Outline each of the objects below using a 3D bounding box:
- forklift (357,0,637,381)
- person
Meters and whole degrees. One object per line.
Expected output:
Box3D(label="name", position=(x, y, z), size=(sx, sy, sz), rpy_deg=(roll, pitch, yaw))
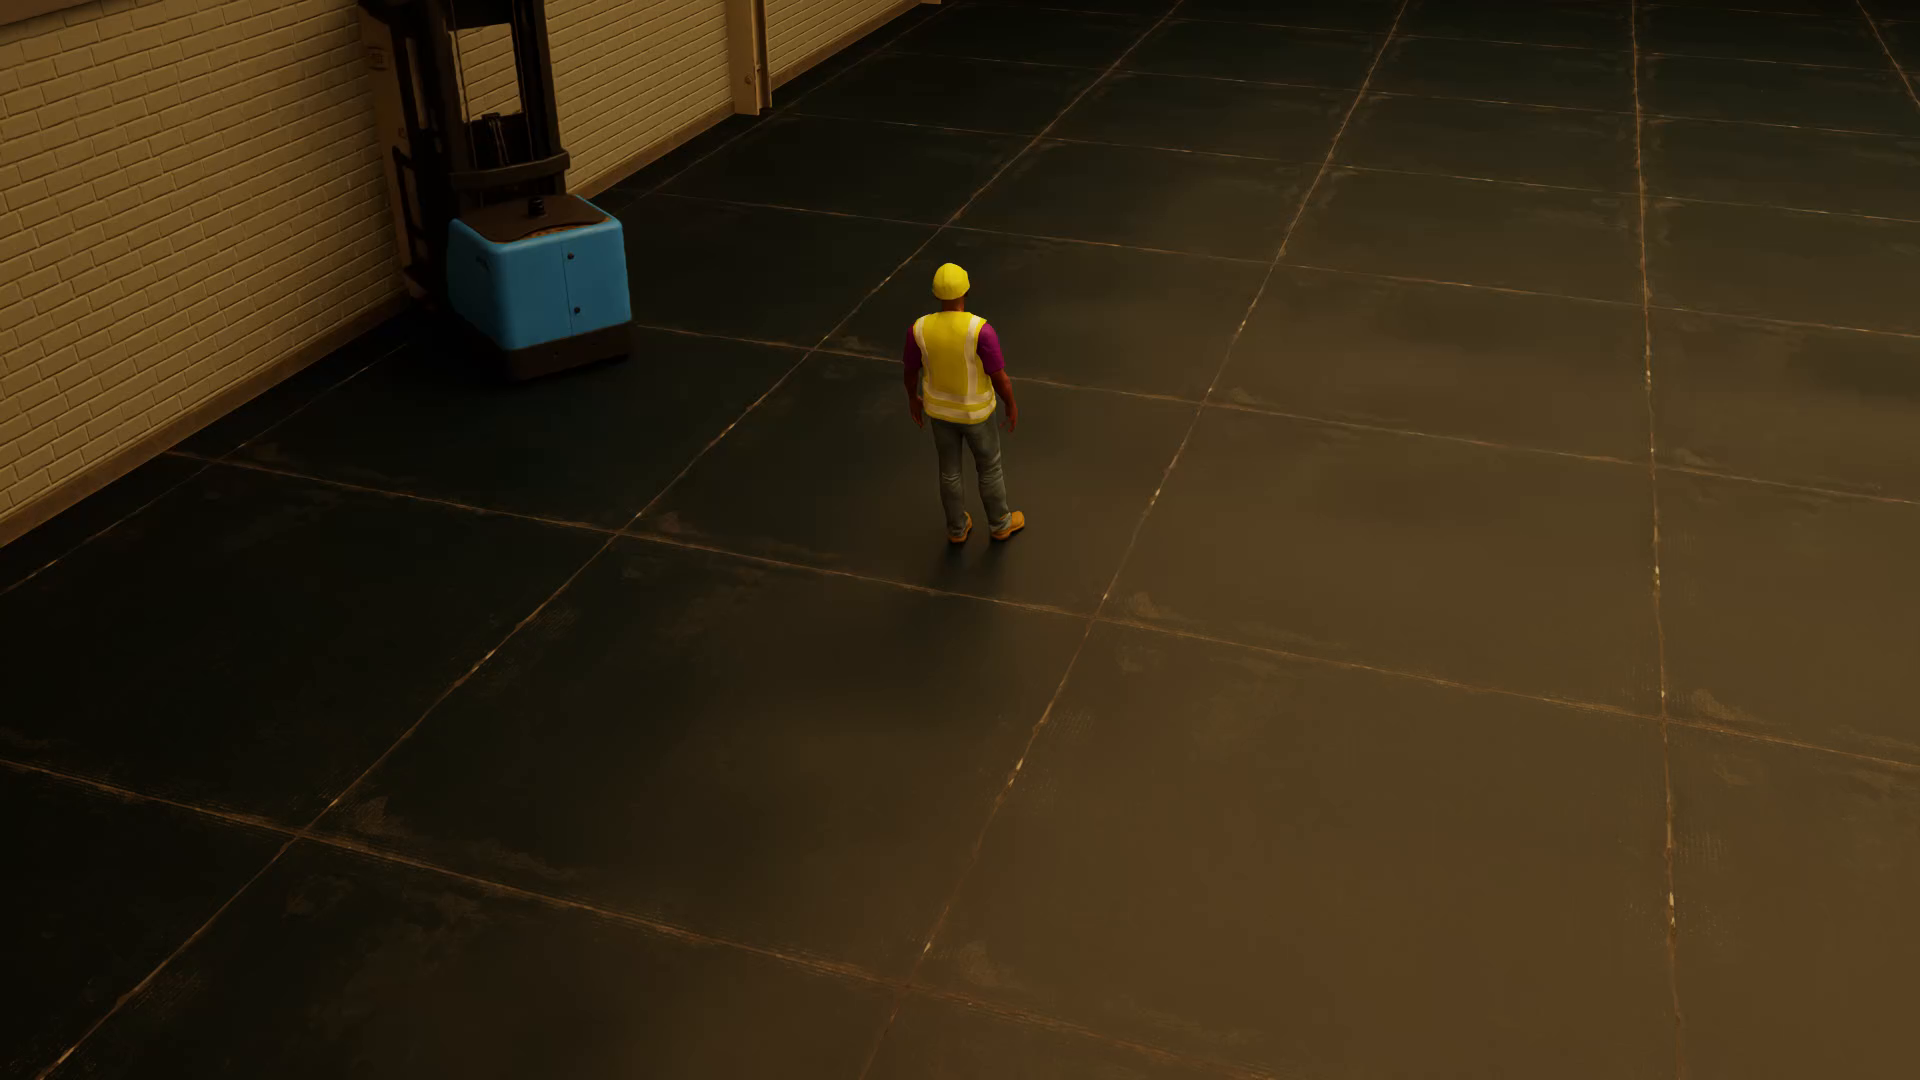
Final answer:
Box3D(label="forklift", position=(-3.698, -3.088, 12.554), size=(1.130, 2.935, 3.031), rpy_deg=(-20, 35, -31))
Box3D(label="person", position=(0.028, -0.805, 9.710), size=(0.665, 1.765, 0.577), rpy_deg=(10, 31, 16))
